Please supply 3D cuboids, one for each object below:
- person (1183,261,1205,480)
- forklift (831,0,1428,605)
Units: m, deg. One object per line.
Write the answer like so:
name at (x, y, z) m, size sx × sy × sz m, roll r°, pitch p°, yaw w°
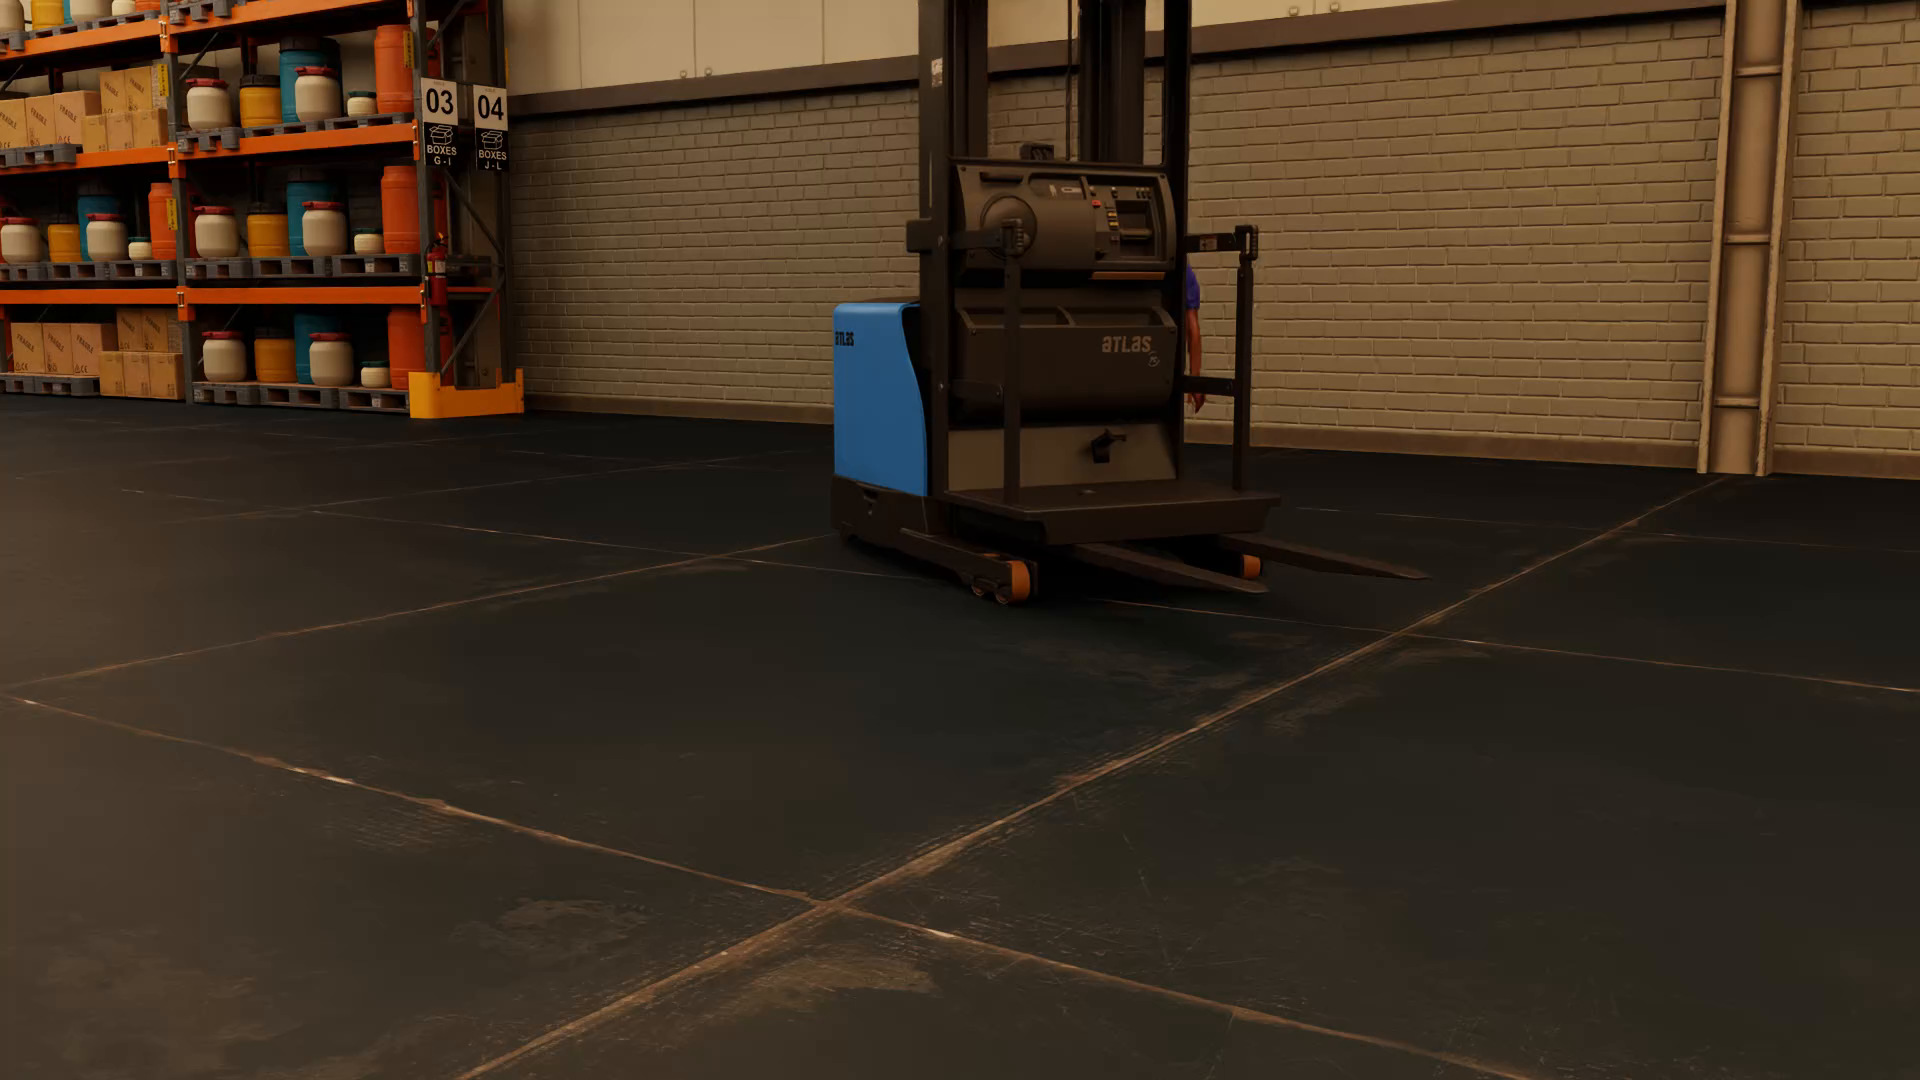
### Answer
person at (0.863, -0.780, 7.590) m, size 0.472 × 1.614 × 0.818 m, roll -6°, pitch 10°, yaw -35°
forklift at (0.514, -1.287, 6.245) m, size 1.130 × 2.935 × 3.031 m, roll -4°, pitch 9°, yaw -25°
